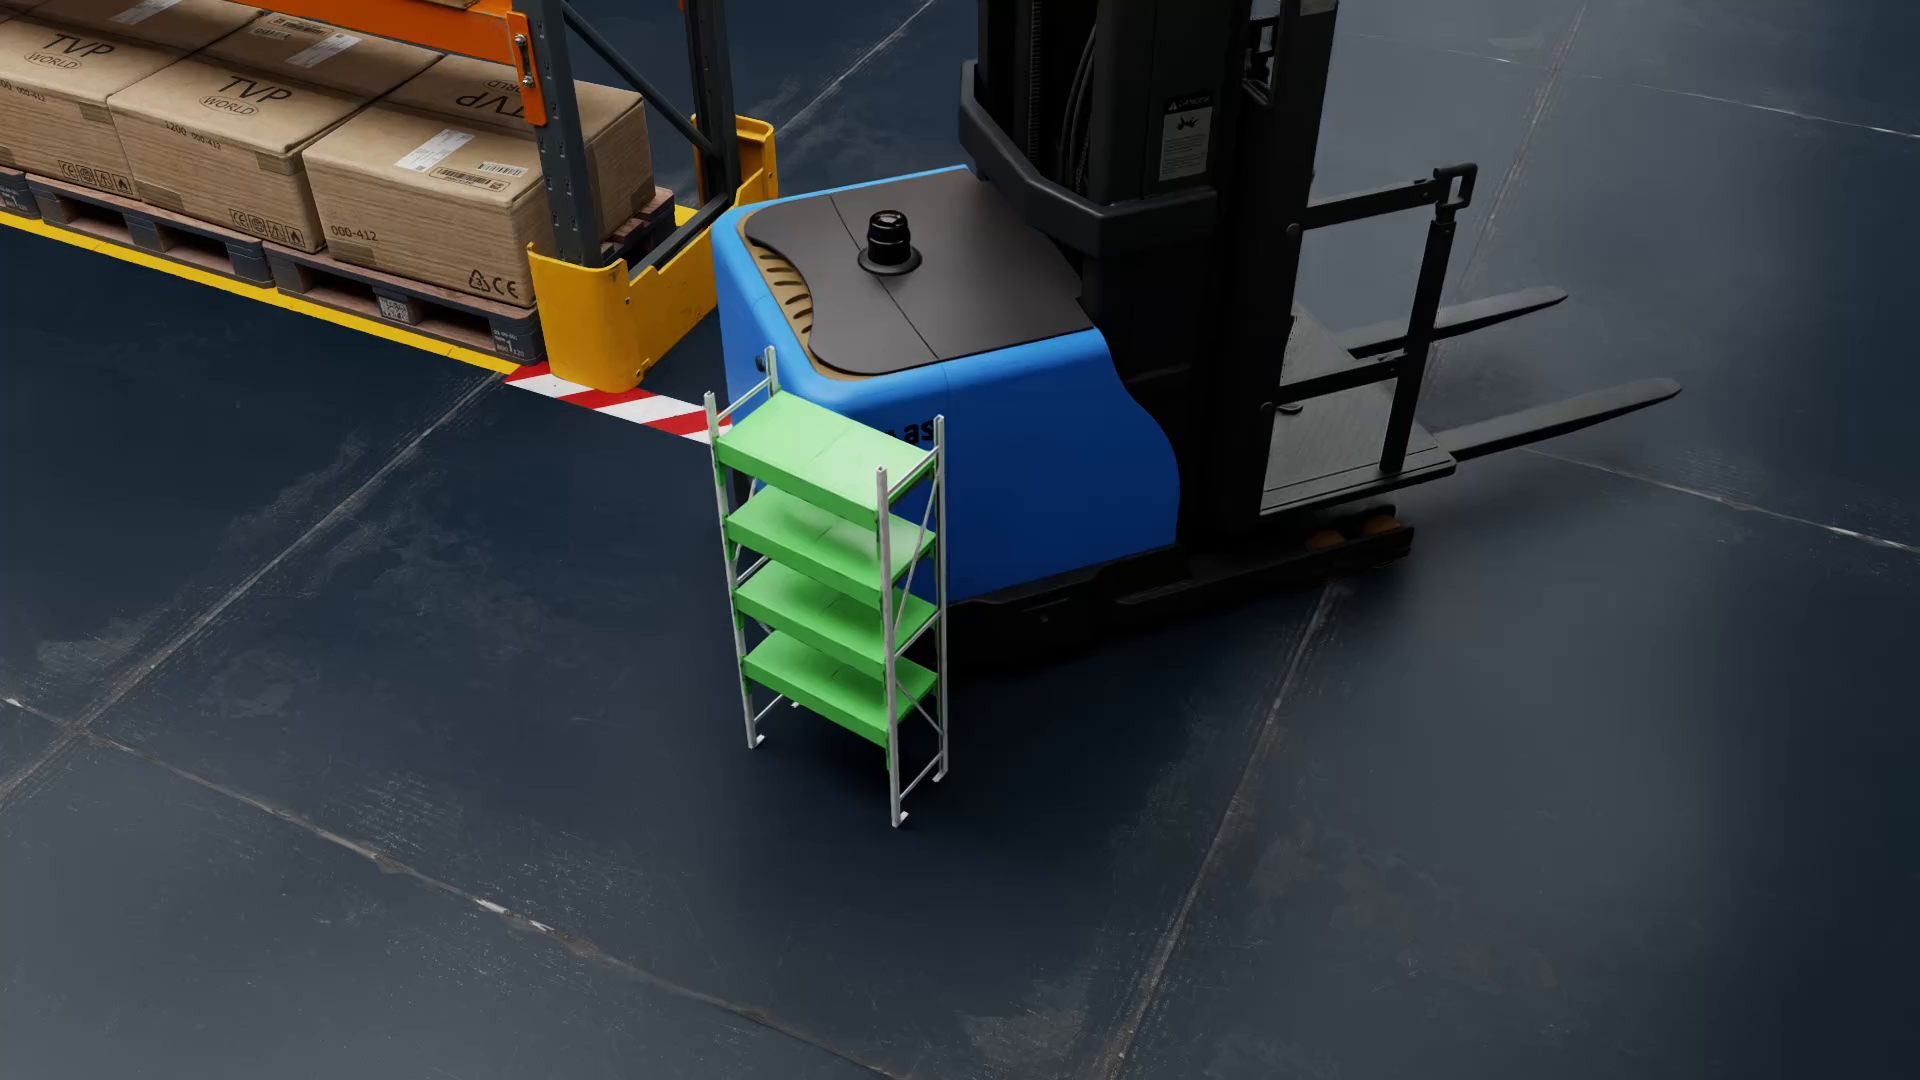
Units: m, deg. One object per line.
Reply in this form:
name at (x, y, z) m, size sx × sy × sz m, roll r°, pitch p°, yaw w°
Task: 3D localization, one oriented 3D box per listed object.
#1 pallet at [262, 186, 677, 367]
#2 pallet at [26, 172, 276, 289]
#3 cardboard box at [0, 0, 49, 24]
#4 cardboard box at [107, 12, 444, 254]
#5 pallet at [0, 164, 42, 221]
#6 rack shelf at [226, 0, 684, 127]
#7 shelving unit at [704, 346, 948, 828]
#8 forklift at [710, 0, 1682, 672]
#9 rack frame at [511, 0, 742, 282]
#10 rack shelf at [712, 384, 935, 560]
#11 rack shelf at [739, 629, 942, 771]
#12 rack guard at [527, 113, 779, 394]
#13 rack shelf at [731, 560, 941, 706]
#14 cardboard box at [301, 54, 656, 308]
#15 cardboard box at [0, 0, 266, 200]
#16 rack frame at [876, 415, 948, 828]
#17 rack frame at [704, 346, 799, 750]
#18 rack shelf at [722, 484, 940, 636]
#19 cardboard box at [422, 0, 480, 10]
pallet at (-1.865, -1.155, 6.422) m, size 1.213 × 0.211 × 1.003 m, roll 17°, pitch 44°, yaw 19°
pallet at (-2.967, -1.494, 6.813) m, size 1.213 × 0.211 × 1.003 m, roll 17°, pitch 44°, yaw 19°
cardboard box at (-4.209, -2.095, 7.012) m, size 0.875 × 0.438 × 0.875 m, roll 16°, pitch 44°, yaw 18°
cardboard box at (-2.581, -1.597, 6.437) m, size 0.875 × 0.438 × 0.875 m, roll 18°, pitch 44°, yaw 20°
pallet at (-4.076, -1.831, 7.201) m, size 1.213 × 0.211 × 1.003 m, roll 17°, pitch 44°, yaw 19°
rack shelf at (-2.920, -2.316, 6.181) m, size 4.000 × 0.370 × 1.077 m, roll 17°, pitch 44°, yaw 19°
shelving unit at (-0.309, 0.148, 4.162) m, size 0.503 × 1.200 × 0.258 m, roll 24°, pitch 47°, yaw 25°
forklift at (0.854, -1.283, 4.492) m, size 3.031 × 2.935 × 1.130 m, roll -14°, pitch 43°, yaw -16°
rack frame at (-1.107, -2.034, 5.307) m, size 0.127 × 3.000 × 1.000 m, roll 17°, pitch 44°, yaw 19°
rack shelf at (-0.310, -0.165, 3.888) m, size 0.480 × 0.148 × 0.258 m, roll 24°, pitch 47°, yaw 25°
rack shelf at (-0.309, 0.377, 4.362) m, size 0.480 × 0.148 × 0.258 m, roll 24°, pitch 47°, yaw 25°
rack guard at (-1.086, -1.083, 6.118) m, size 0.348 × 0.500 × 1.175 m, roll 17°, pitch 44°, yaw 19°
rack shelf at (-0.309, 0.196, 4.204) m, size 0.480 × 0.148 × 0.258 m, roll 24°, pitch 47°, yaw 25°
cardboard box at (-1.748, -1.348, 6.151) m, size 0.875 × 0.438 × 0.875 m, roll 16°, pitch 43°, yaw 17°
cardboard box at (-3.397, -1.847, 6.727) m, size 0.875 × 0.438 × 0.875 m, roll 16°, pitch 43°, yaw 17°
rack frame at (-0.107, 0.238, 4.058) m, size 0.015 × 1.200 × 0.240 m, roll 24°, pitch 47°, yaw 25°
rack frame at (-0.511, 0.058, 4.266) m, size 0.015 × 1.200 × 0.240 m, roll 24°, pitch 47°, yaw 25°
rack shelf at (-0.310, 0.016, 4.046) m, size 0.480 × 0.148 × 0.258 m, roll 24°, pitch 47°, yaw 25°
cardboard box at (-1.656, -2.048, 5.247) m, size 0.500 × 0.500 × 0.500 m, roll 17°, pitch 44°, yaw 19°
